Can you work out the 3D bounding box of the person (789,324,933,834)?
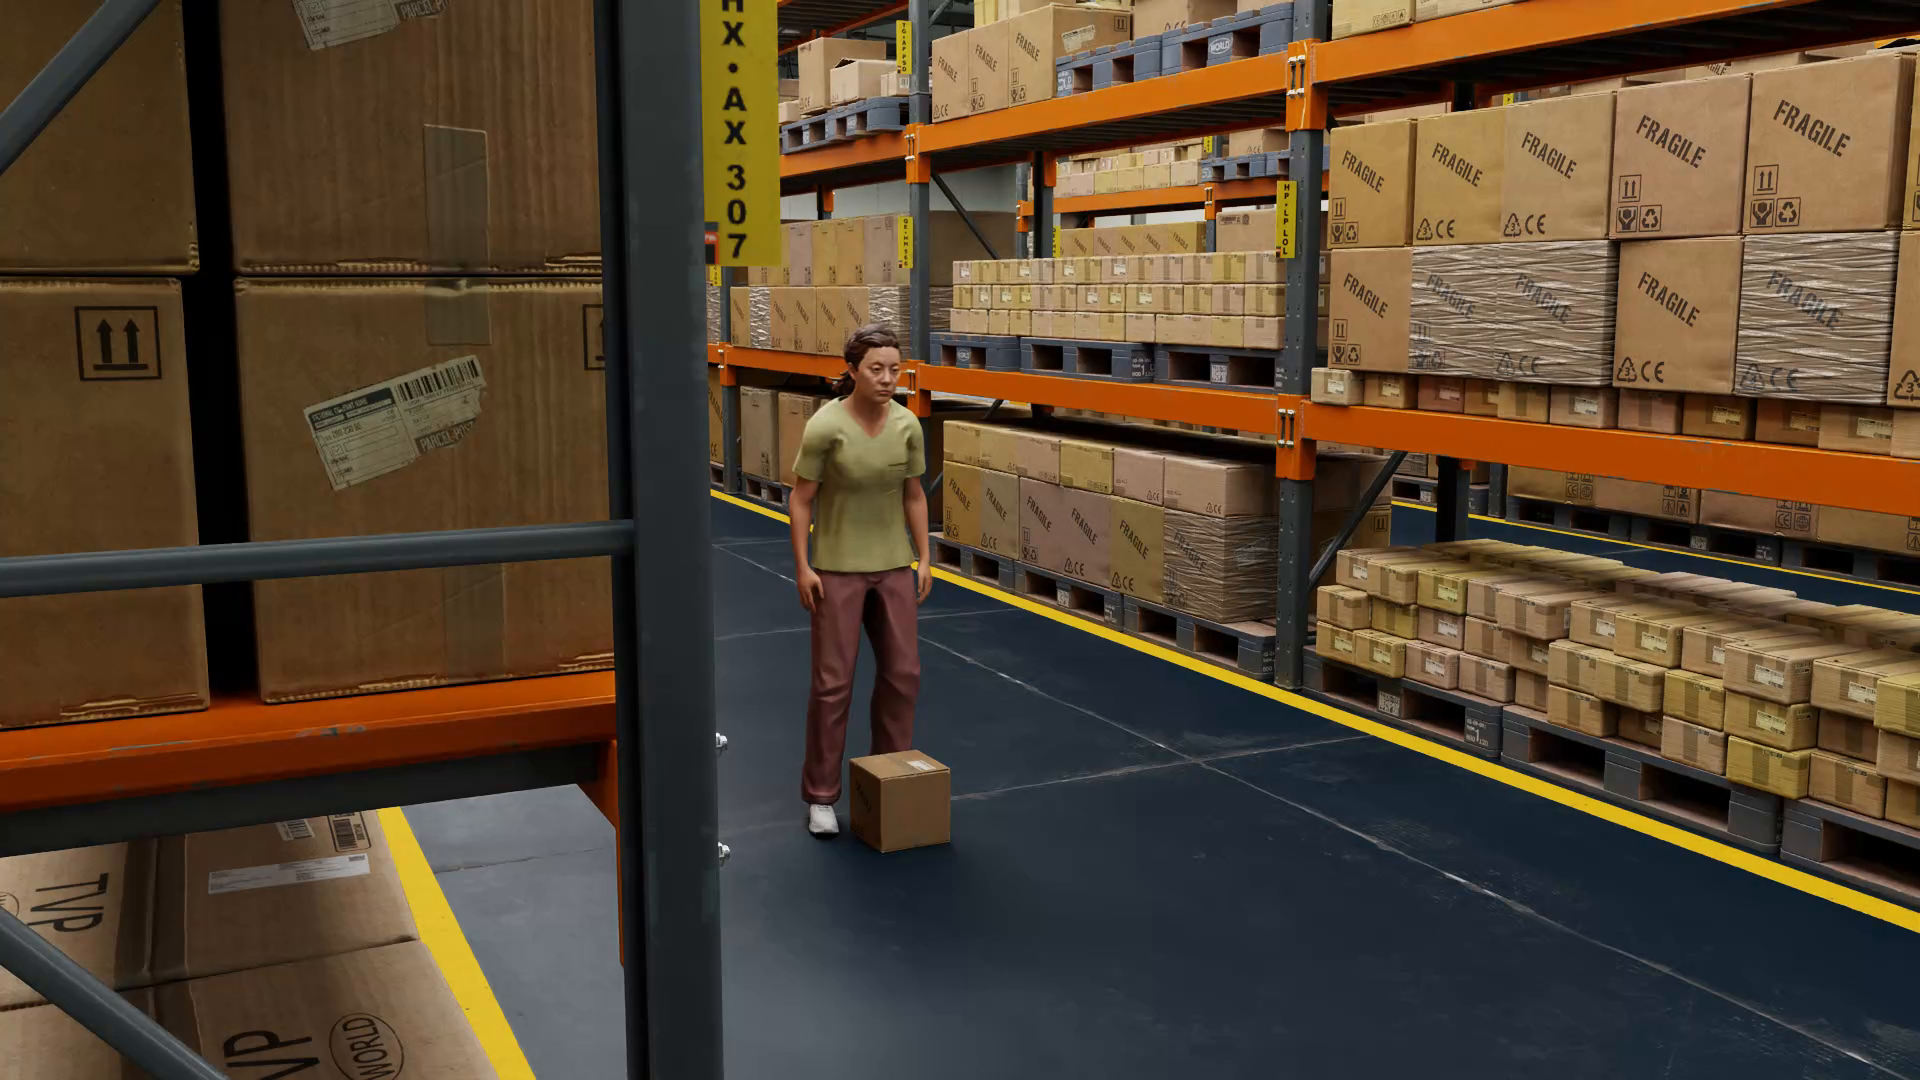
[{"bbox_3d":[-0.316,0.118,5.565,0.499,1.673,0.354,-4,10,-26],"label":"person"}]
